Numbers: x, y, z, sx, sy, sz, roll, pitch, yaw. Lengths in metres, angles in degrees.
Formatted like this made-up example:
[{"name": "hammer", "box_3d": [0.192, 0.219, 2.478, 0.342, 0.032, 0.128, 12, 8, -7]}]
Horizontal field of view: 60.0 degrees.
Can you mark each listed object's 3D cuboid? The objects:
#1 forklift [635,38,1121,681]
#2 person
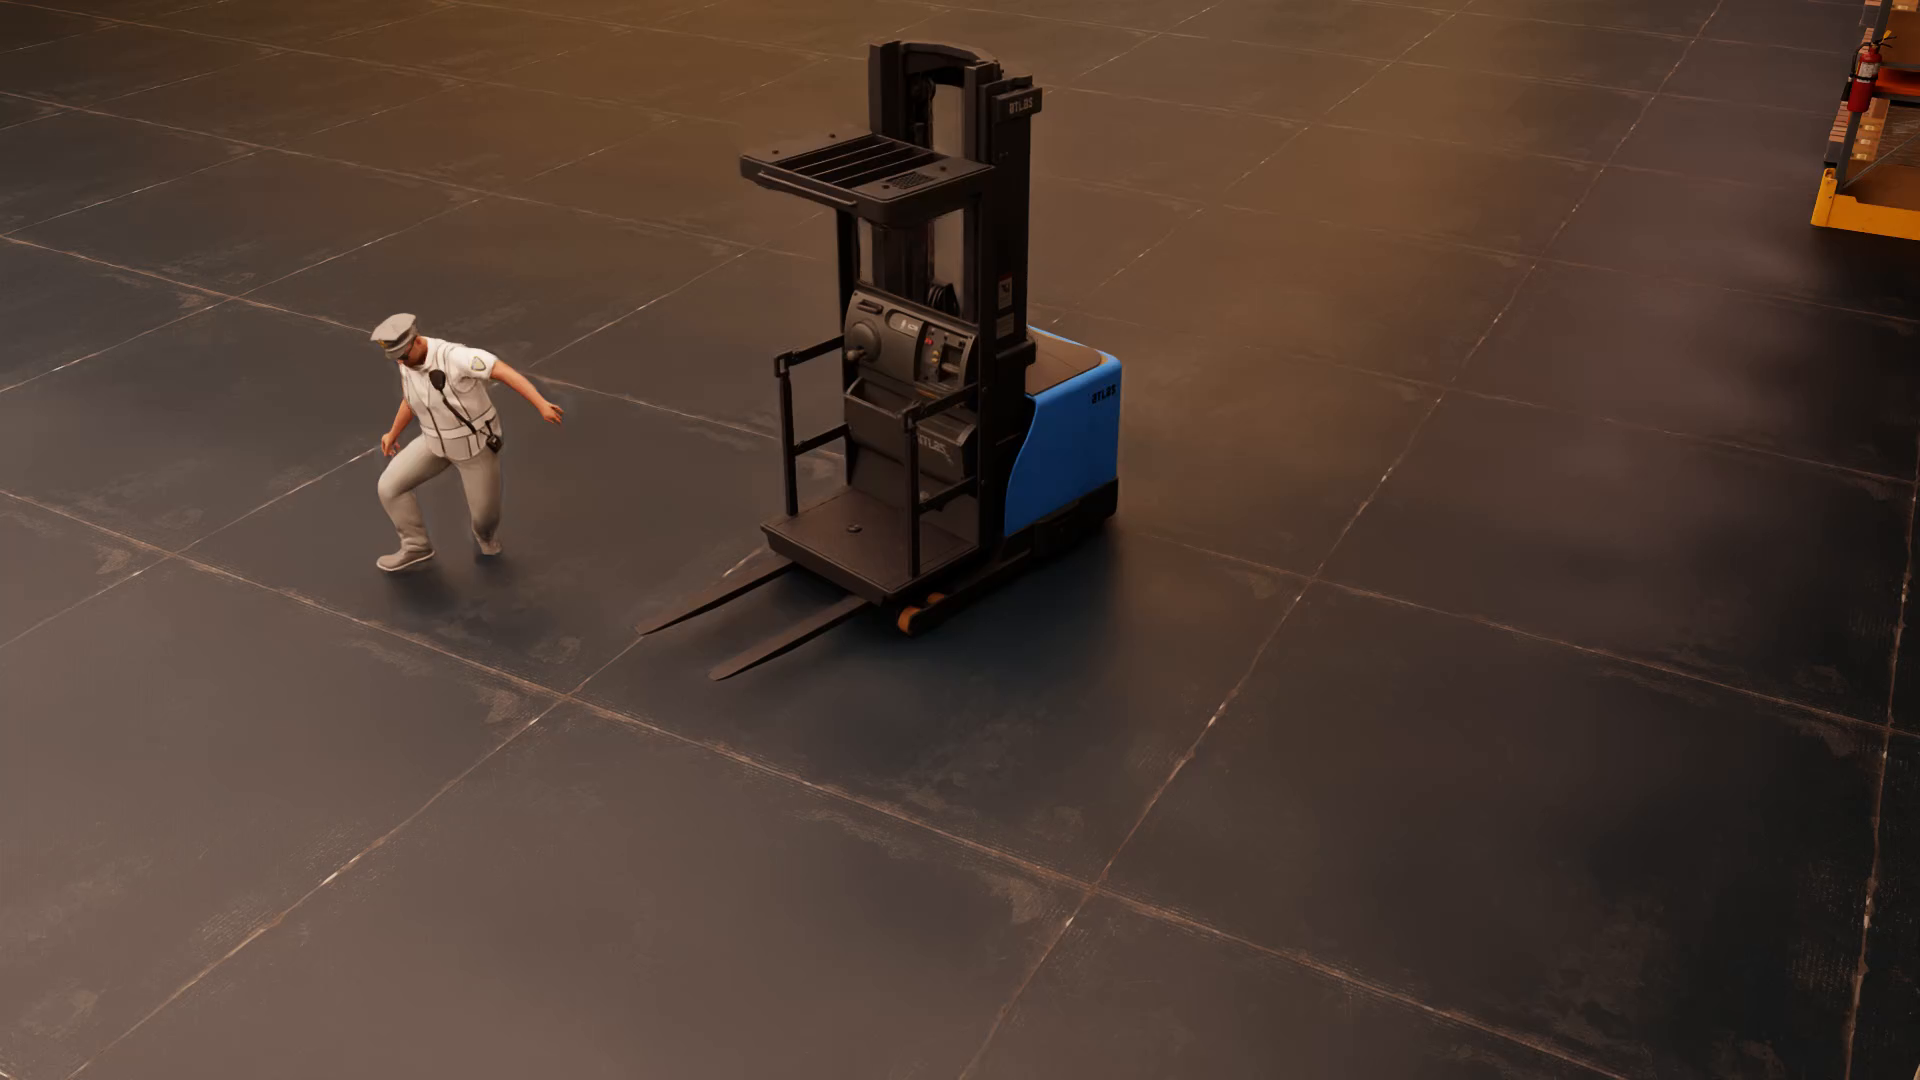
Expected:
[{"name": "forklift", "box_3d": [-0.423, -1.034, 8.862, 1.130, 2.935, 3.031, 26, 39, 37]}, {"name": "person", "box_3d": [-2.762, -0.510, 9.364, 1.205, 1.672, 0.629, 8, 31, 13]}]
